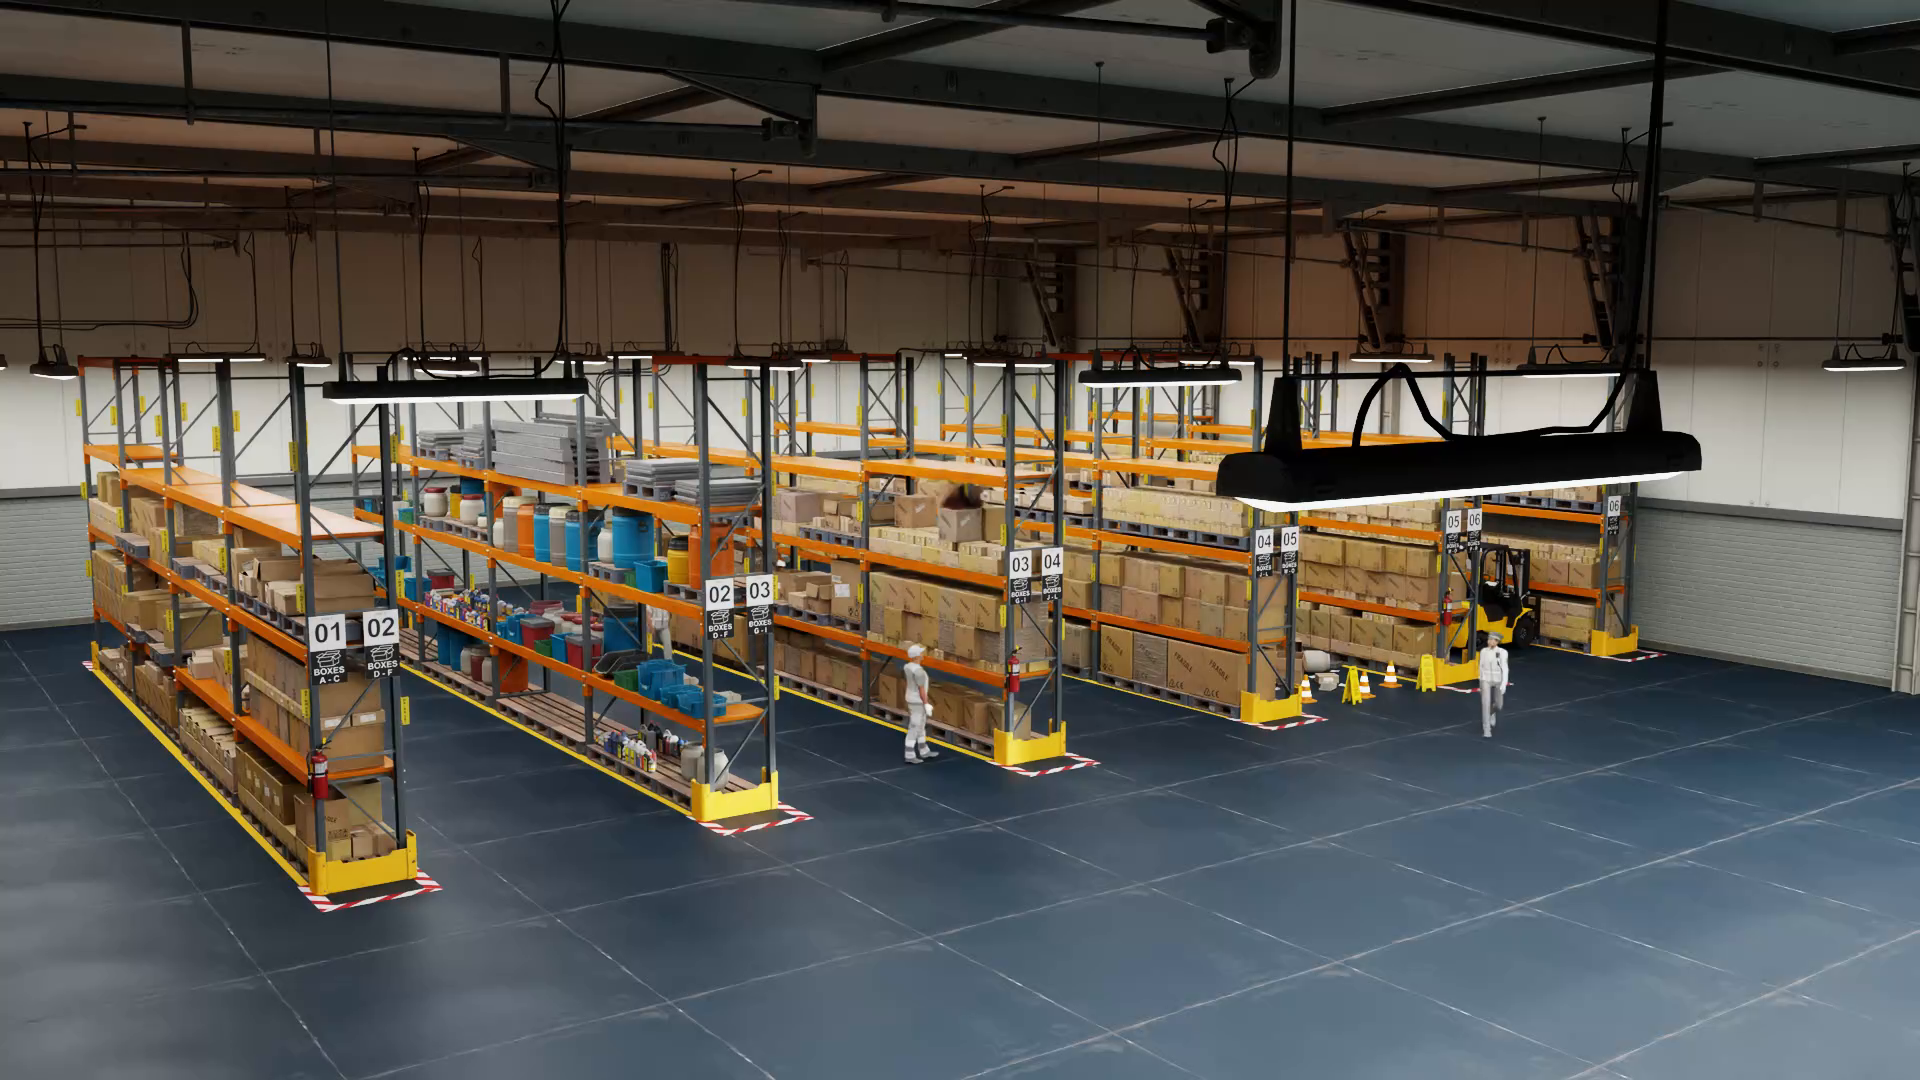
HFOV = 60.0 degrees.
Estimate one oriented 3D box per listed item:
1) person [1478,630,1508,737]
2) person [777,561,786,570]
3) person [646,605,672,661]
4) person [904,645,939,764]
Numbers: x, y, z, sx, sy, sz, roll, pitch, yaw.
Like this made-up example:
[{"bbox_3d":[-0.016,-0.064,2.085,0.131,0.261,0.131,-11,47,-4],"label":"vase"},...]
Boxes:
[{"bbox_3d":[8.527,2.266,26.661,0.435,1.673,0.776,1,7,5],"label":"person"},{"bbox_3d":[-3.688,1.289,34.578,0.589,1.726,1.031,-5,9,-37],"label":"person"},{"bbox_3d":[-5.745,1.628,31.704,0.567,1.725,1.048,-5,8,-34],"label":"person"},{"bbox_3d":[-0.560,2.436,24.922,0.584,1.780,0.629,-2,7,-14],"label":"person"}]
